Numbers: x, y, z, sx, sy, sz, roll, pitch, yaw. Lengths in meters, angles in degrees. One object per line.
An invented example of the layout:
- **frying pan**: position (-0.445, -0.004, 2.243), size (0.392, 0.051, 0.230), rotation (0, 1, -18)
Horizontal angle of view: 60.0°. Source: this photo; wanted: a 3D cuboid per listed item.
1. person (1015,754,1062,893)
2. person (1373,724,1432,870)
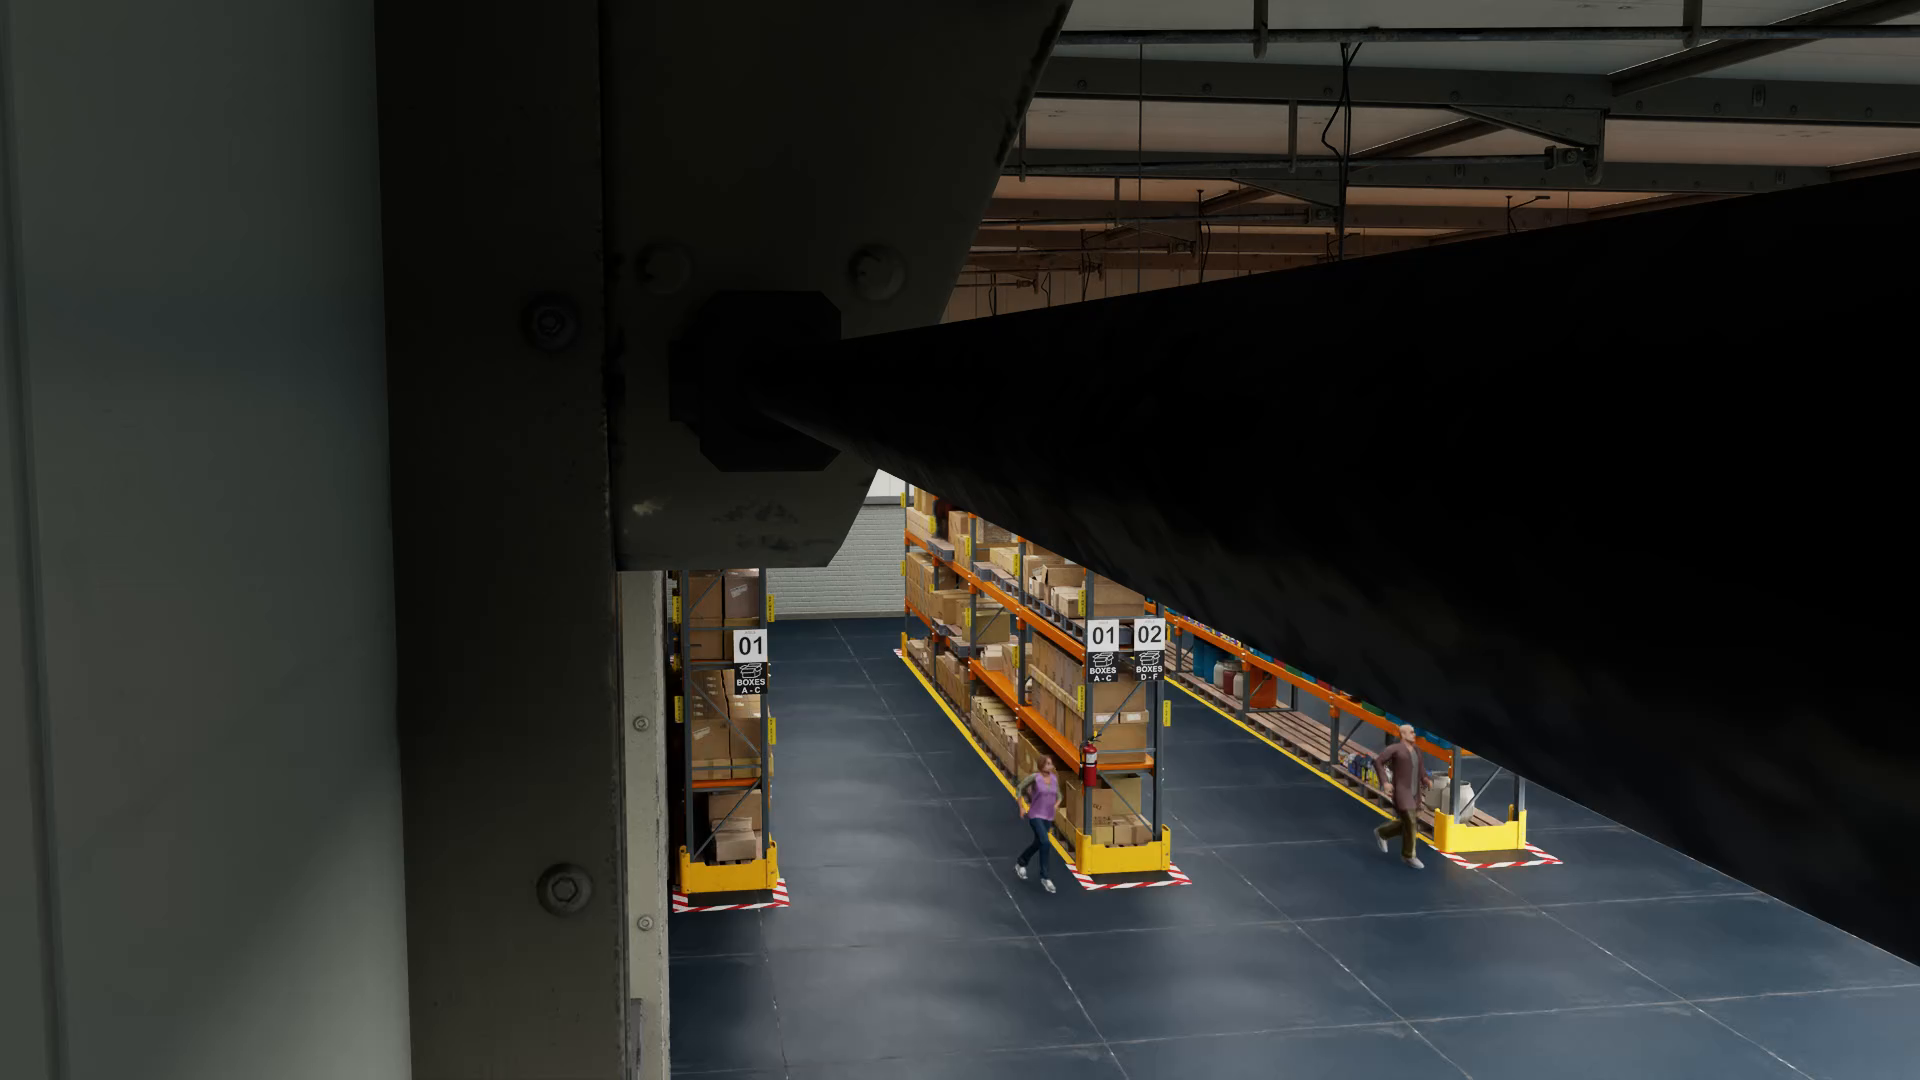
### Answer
- **person**: position (1.025, 3.429, 20.349), size (0.536, 1.570, 0.790), rotation (-4, 7, -34)
- **person**: position (5.732, 3.257, 21.378), size (0.749, 1.766, 0.874), rotation (-4, 7, -34)
